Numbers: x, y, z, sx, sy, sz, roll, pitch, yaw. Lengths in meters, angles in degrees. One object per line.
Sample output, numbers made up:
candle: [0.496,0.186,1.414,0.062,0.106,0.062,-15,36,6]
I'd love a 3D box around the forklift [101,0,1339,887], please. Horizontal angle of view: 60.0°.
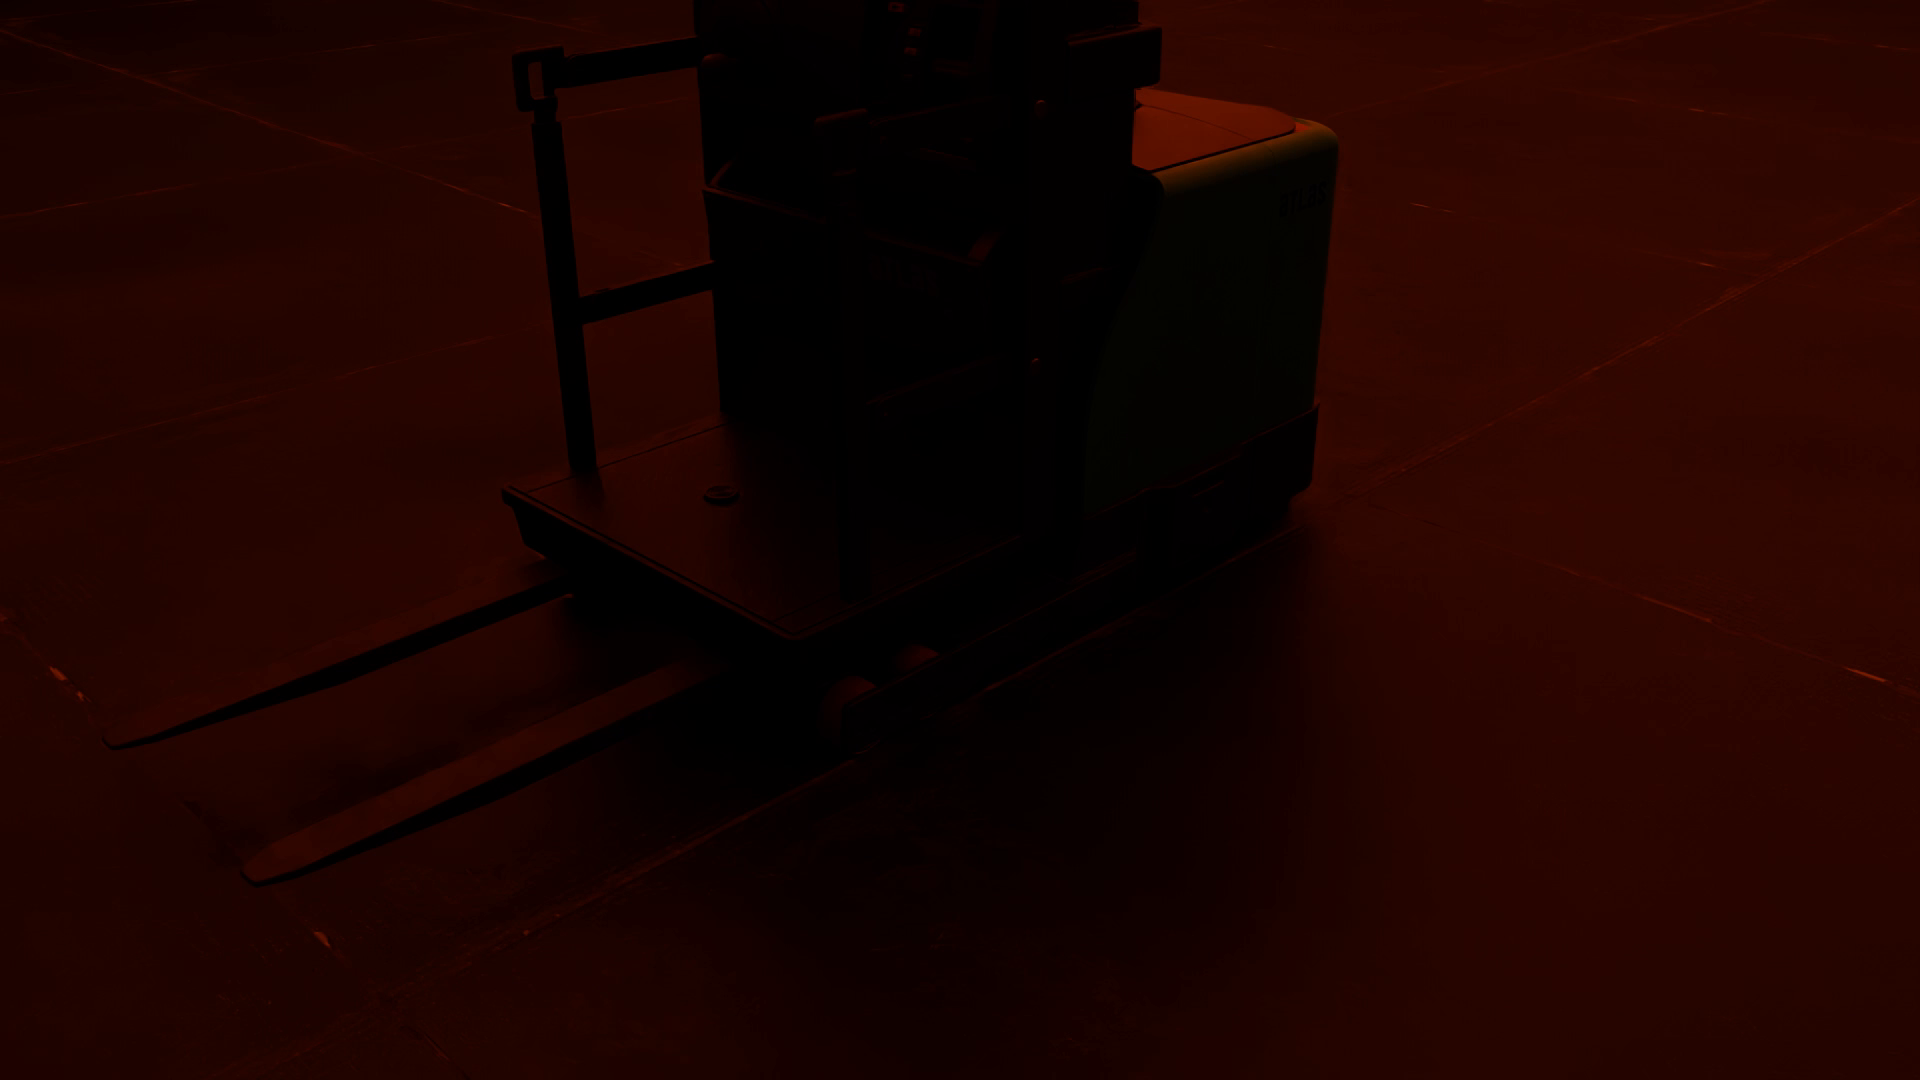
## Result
forklift: [-0.390,-1.107,3.472,1.130,2.935,3.031,23,34,39]
